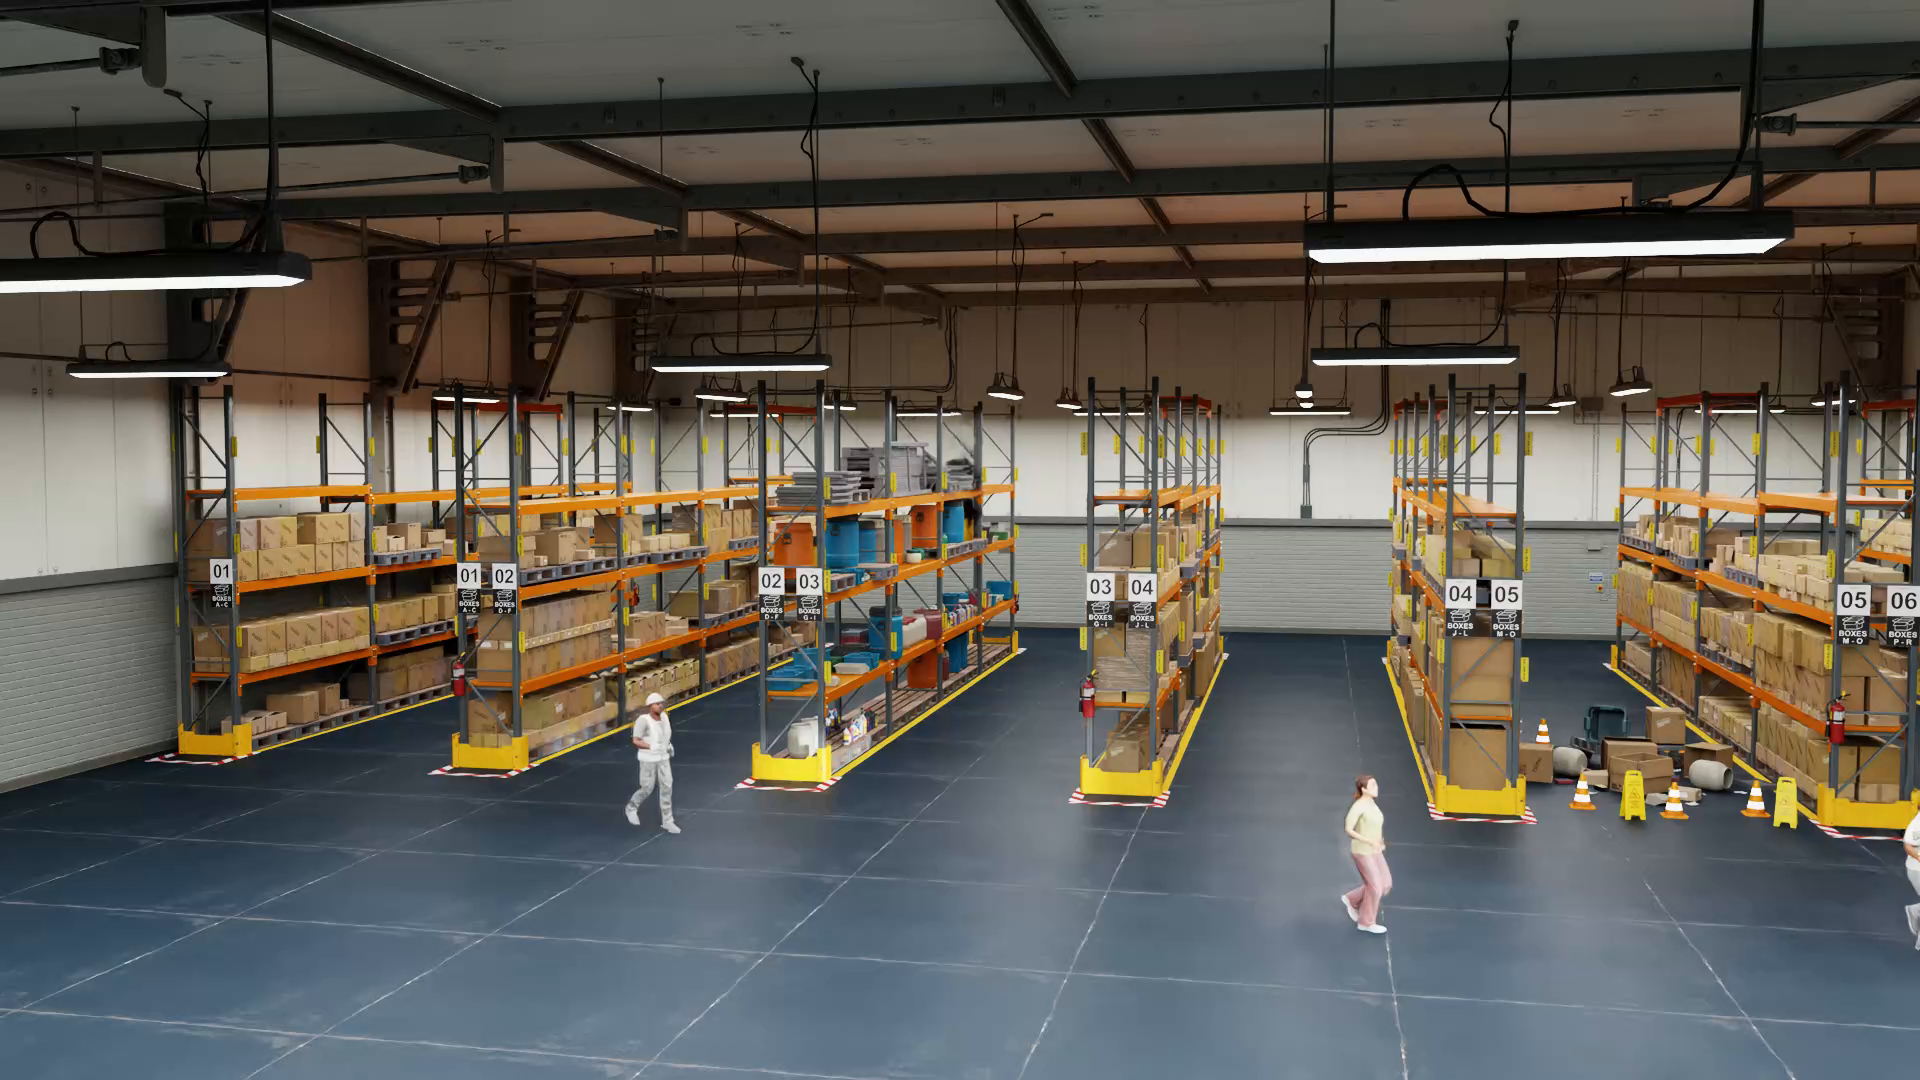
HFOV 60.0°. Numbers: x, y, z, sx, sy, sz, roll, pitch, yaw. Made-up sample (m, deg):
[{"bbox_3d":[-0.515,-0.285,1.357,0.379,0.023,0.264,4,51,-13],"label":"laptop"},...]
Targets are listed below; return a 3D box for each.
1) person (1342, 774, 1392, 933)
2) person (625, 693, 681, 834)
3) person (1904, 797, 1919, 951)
[{"bbox_3d":[4.185,3.224,17.183,0.547,1.628,0.602,3,4,39],"label":"person"},{"bbox_3d":[-4.002,2.888,21.691,0.877,1.804,0.709,2,4,37],"label":"person"},{"bbox_3d":[9.582,3.282,16.431,0.609,1.629,0.531,-2,4,-29],"label":"person"}]
